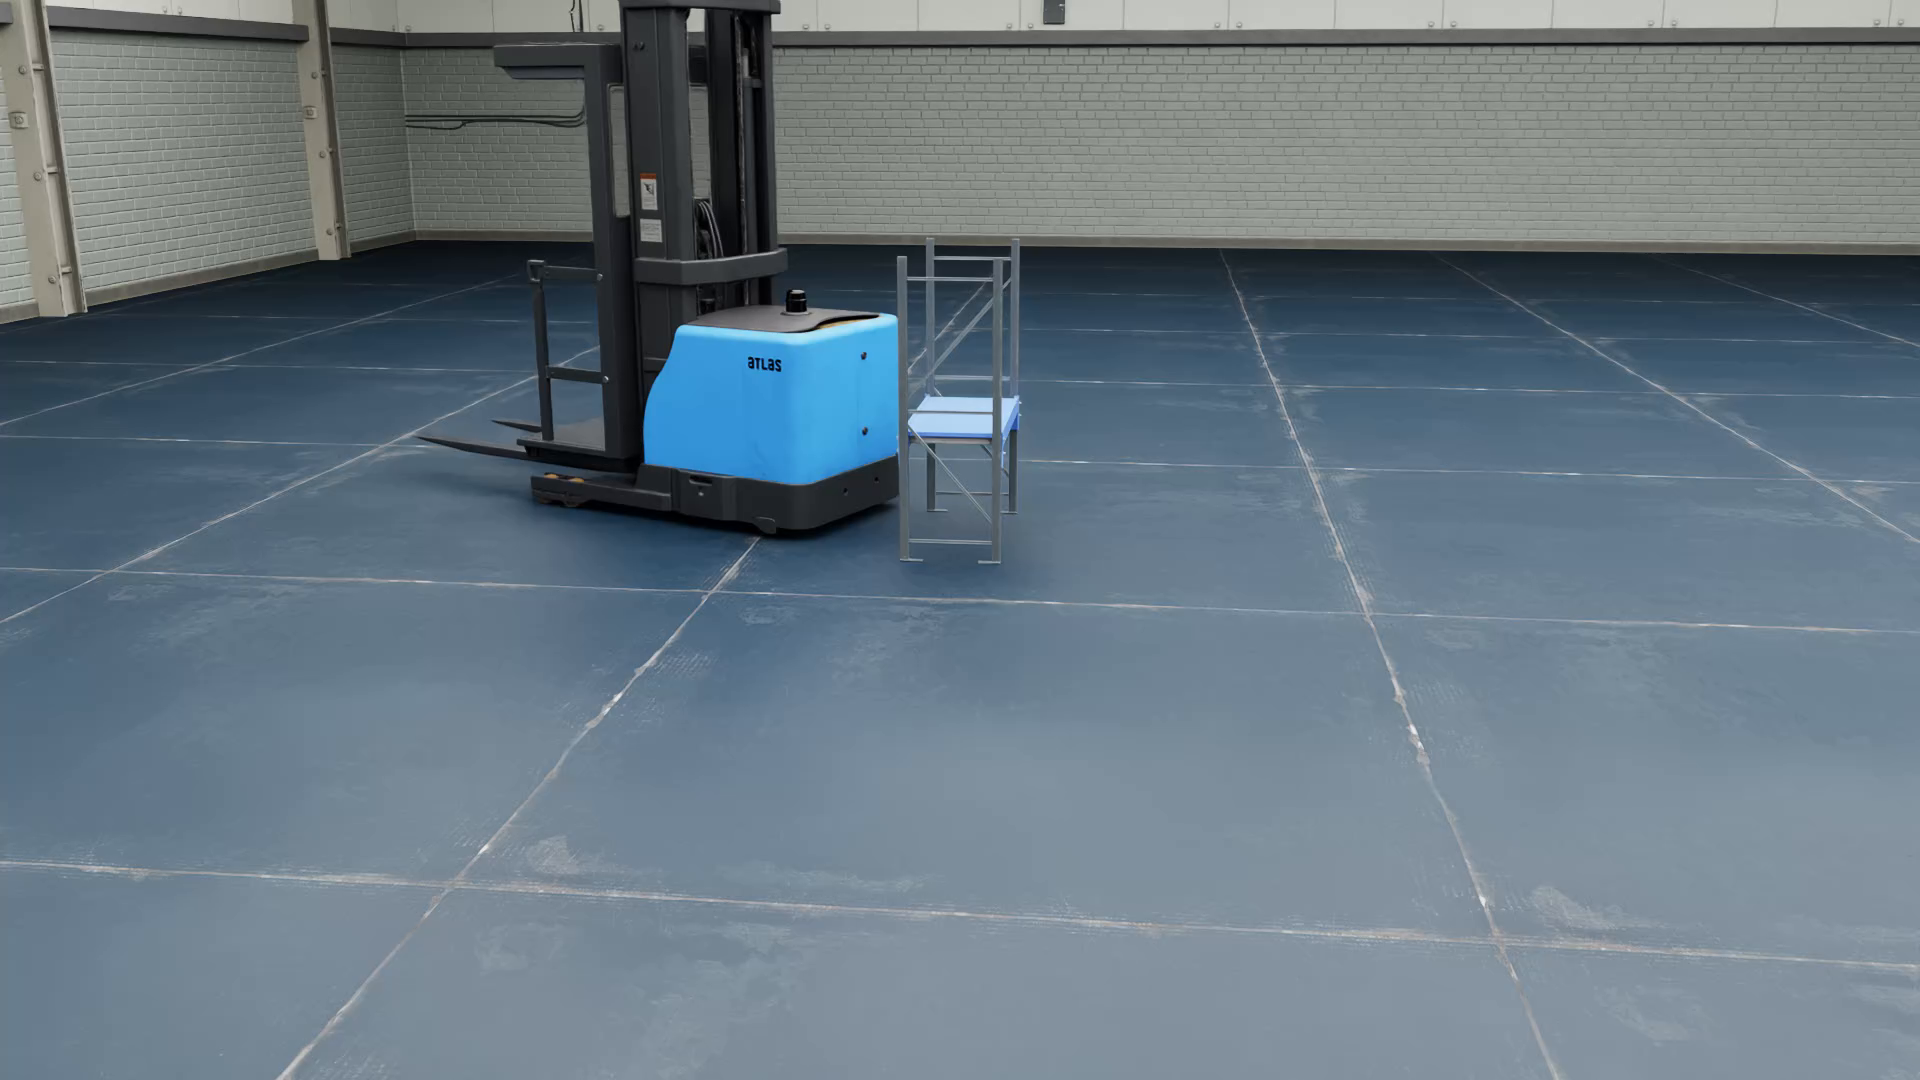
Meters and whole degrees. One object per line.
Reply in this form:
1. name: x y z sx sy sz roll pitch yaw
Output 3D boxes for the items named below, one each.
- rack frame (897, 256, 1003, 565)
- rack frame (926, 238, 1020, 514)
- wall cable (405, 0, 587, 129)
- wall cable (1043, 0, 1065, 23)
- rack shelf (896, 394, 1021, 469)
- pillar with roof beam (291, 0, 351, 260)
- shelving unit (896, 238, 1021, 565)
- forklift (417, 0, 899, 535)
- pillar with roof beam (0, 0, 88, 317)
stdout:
1. rack frame: -0.048 -0.614 8.061 0.500 1.500 0.032 2 15 6
2. rack frame: 0.067 -0.878 9.036 0.500 1.500 0.032 2 15 6
3. wall cable: -7.076 -7.494 25.084 3.097 2.526 0.112 2 15 6
4. wall cable: 2.355 -10.351 23.186 2.305 6.003 0.169 2 15 6
5. rack shelf: 0.010 -0.572 8.595 0.538 0.185 1.000 2 15 6
6. pillar with roof beam: -4.444 -8.141 21.528 9.100 9.000 0.400 2 15 6
7. shelving unit: 0.010 -0.746 8.548 0.538 1.500 1.048 2 15 6
8. forklift: -1.838 -1.705 9.351 3.031 2.935 1.130 9 17 29
9. pillar with roof beam: -5.121 -6.584 15.773 9.100 9.000 0.400 2 15 6
